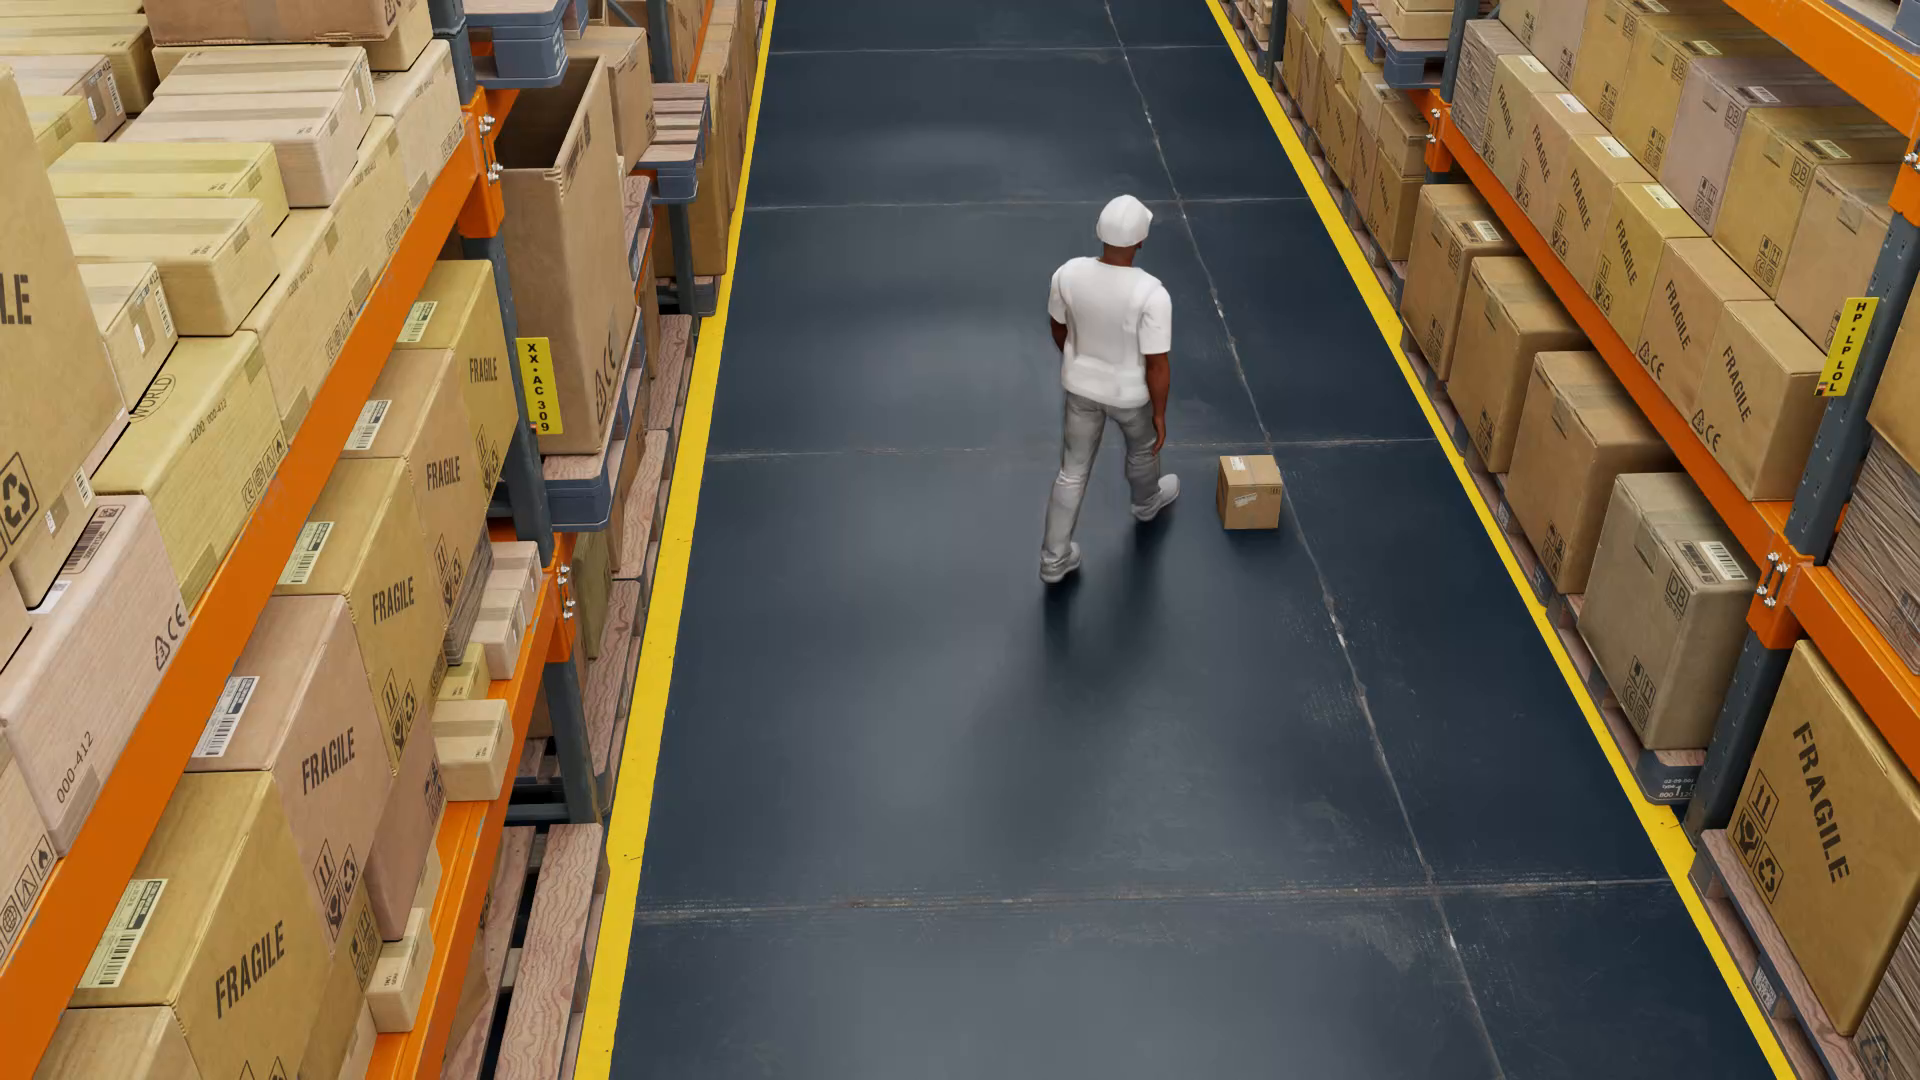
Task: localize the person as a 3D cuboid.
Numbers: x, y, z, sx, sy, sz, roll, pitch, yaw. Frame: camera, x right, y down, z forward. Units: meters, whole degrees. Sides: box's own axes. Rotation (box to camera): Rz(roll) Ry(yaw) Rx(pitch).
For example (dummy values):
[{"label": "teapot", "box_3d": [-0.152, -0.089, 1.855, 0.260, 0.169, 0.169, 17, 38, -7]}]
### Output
[{"label": "person", "box_3d": [0.670, -0.701, 7.139, 0.608, 1.727, 1.009, 16, 38, 21]}]
